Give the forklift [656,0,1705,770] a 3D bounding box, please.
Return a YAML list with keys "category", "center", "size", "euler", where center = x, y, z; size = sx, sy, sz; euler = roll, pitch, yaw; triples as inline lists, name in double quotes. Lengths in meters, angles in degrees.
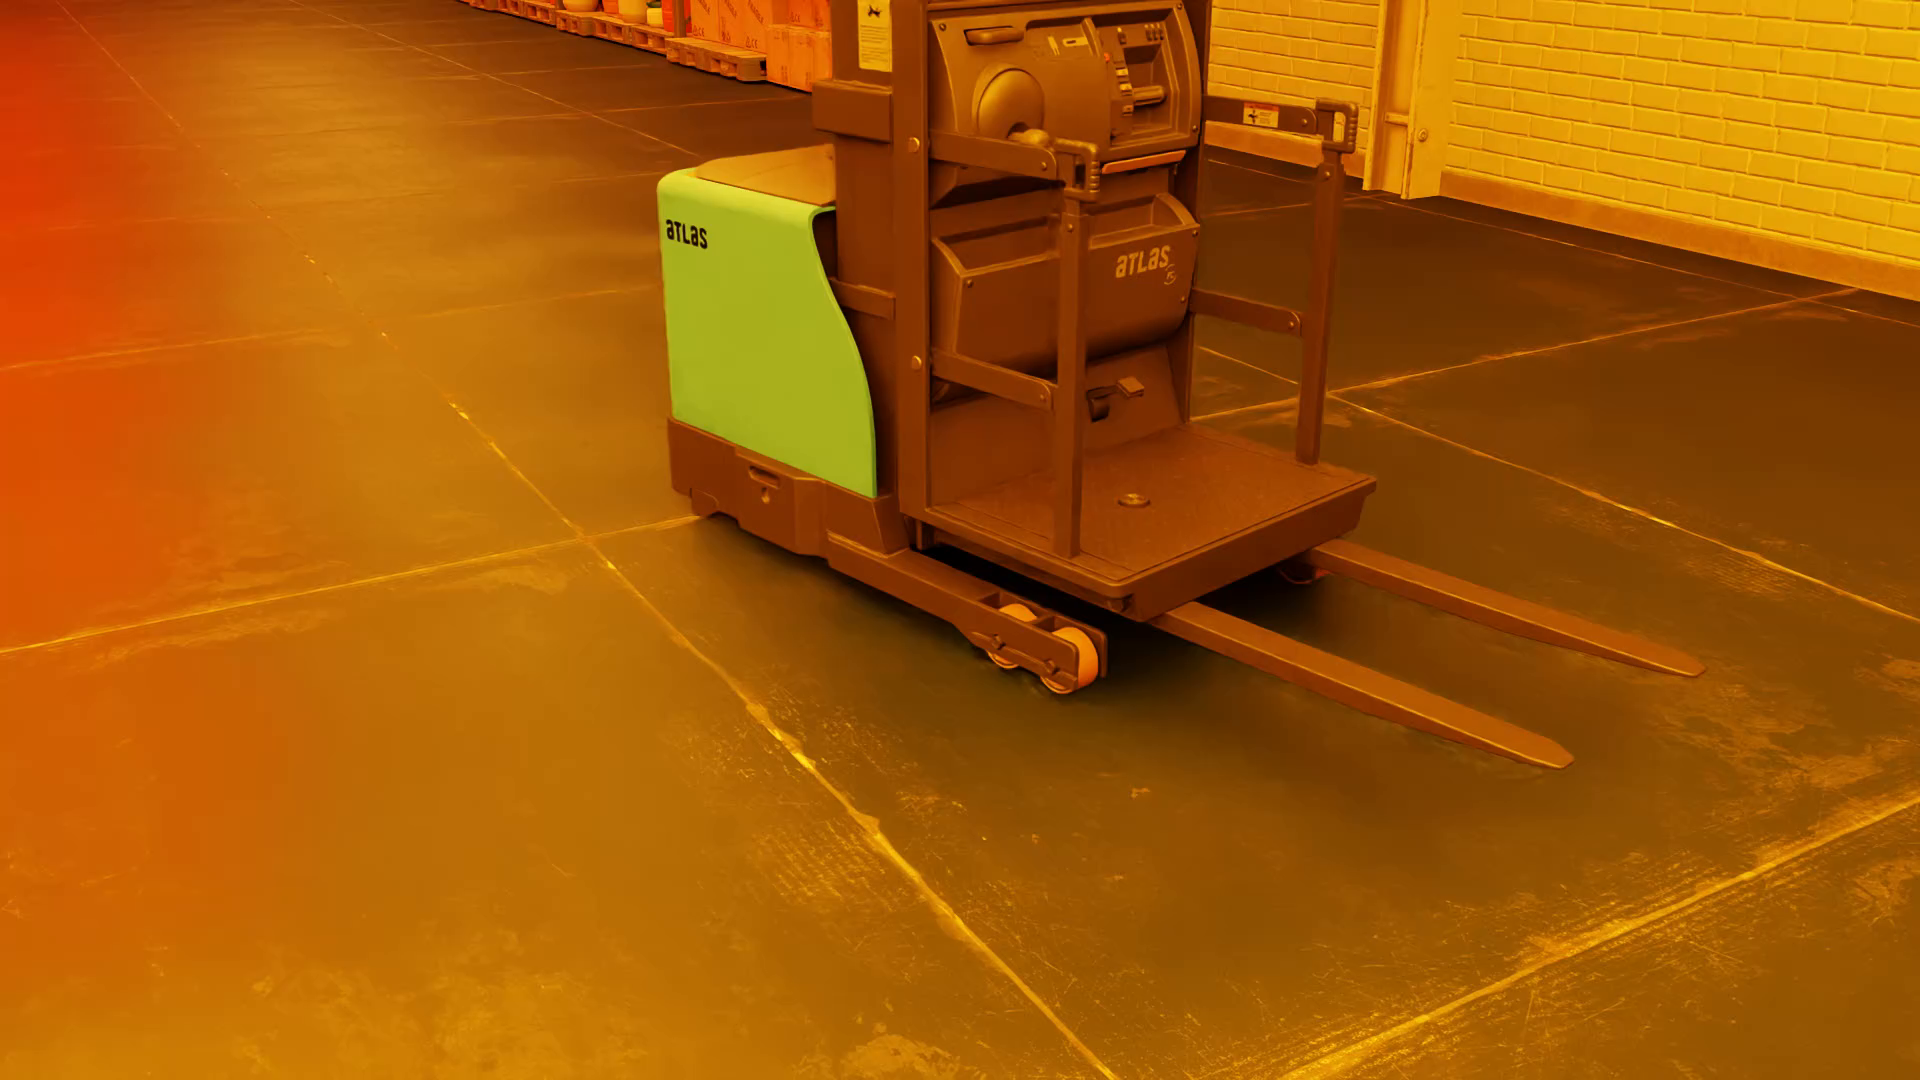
- category: "forklift"
  center: [0.441, -1.188, 4.168]
  size: [1.130, 2.935, 3.031]
  euler: [-20, 29, -39]
